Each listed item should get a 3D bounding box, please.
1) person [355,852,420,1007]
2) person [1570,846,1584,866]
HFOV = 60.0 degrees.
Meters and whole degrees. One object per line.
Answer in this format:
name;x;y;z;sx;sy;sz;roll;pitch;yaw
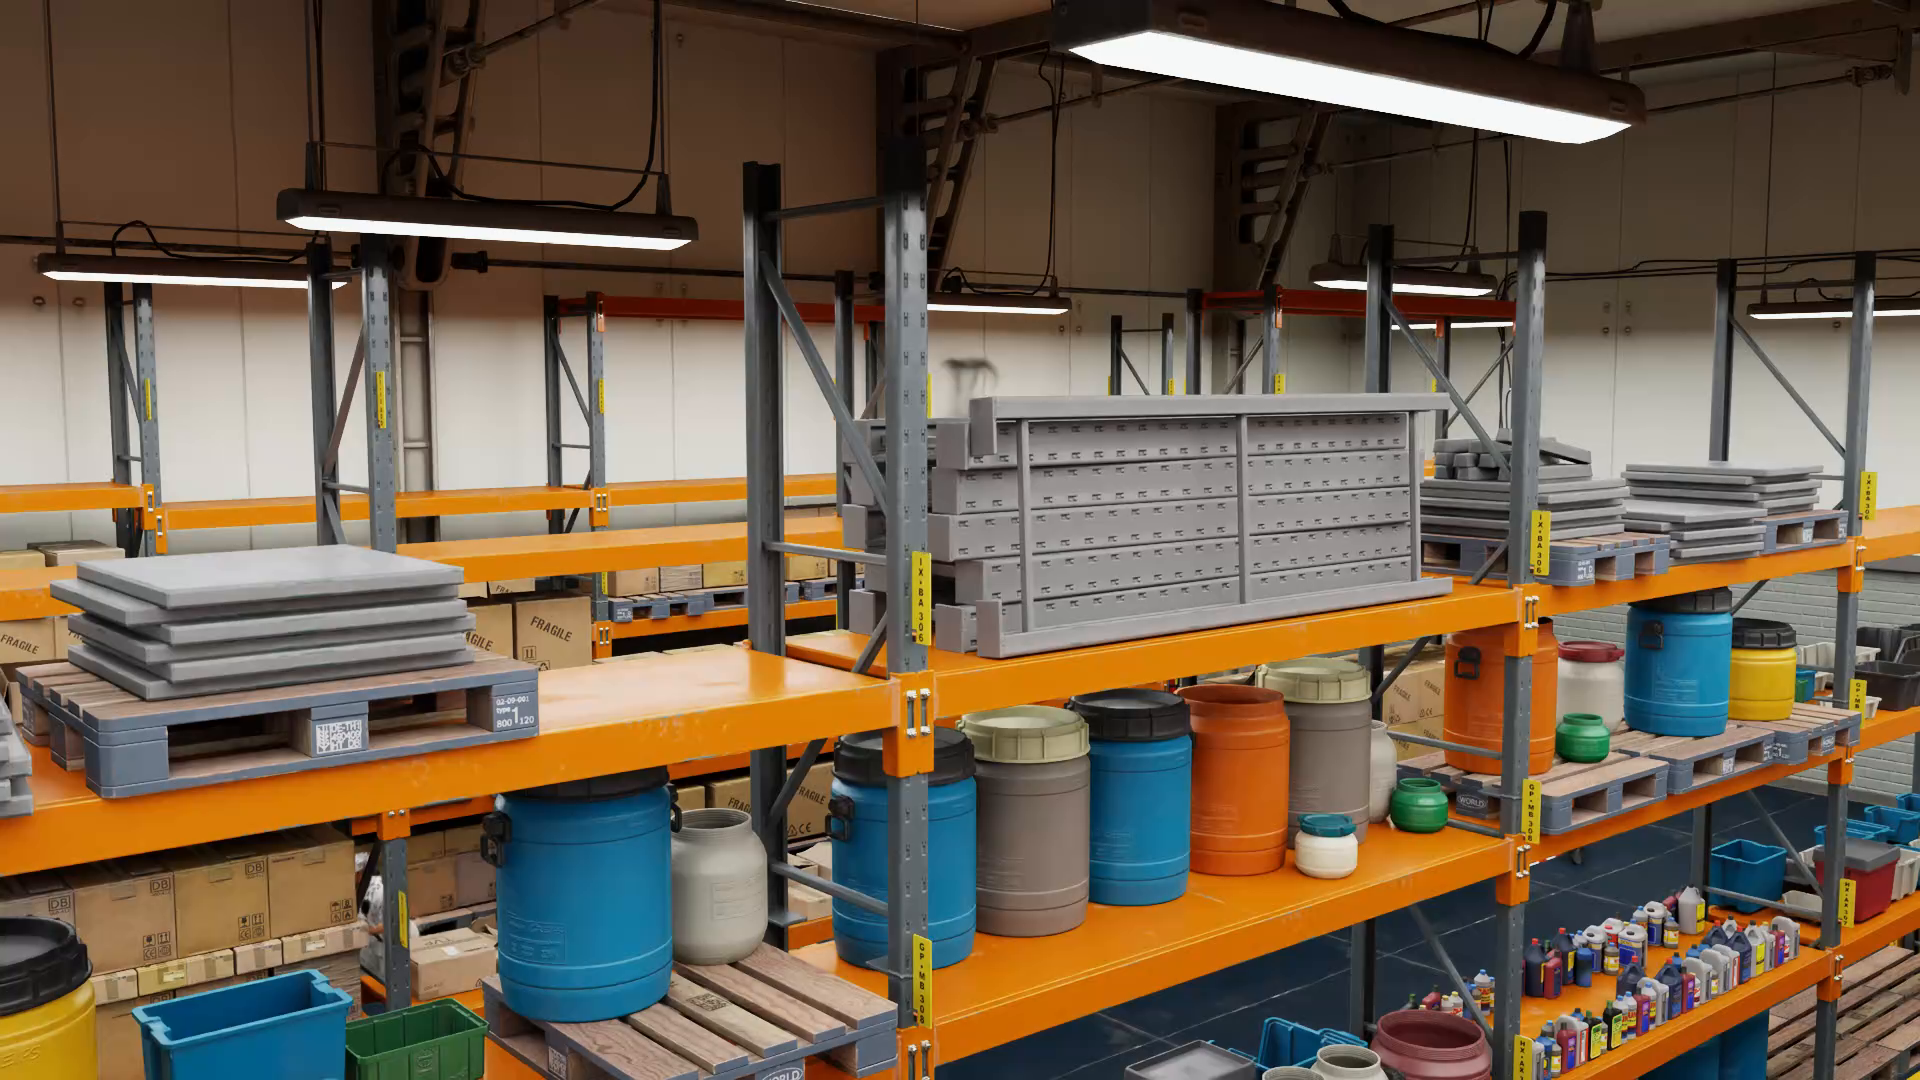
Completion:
person;-4.489;3.157;12.804;0.591;1.592;0.661;4;7;37
person;6.704;2.600;17.920;0.646;1.745;0.766;0;6;2
